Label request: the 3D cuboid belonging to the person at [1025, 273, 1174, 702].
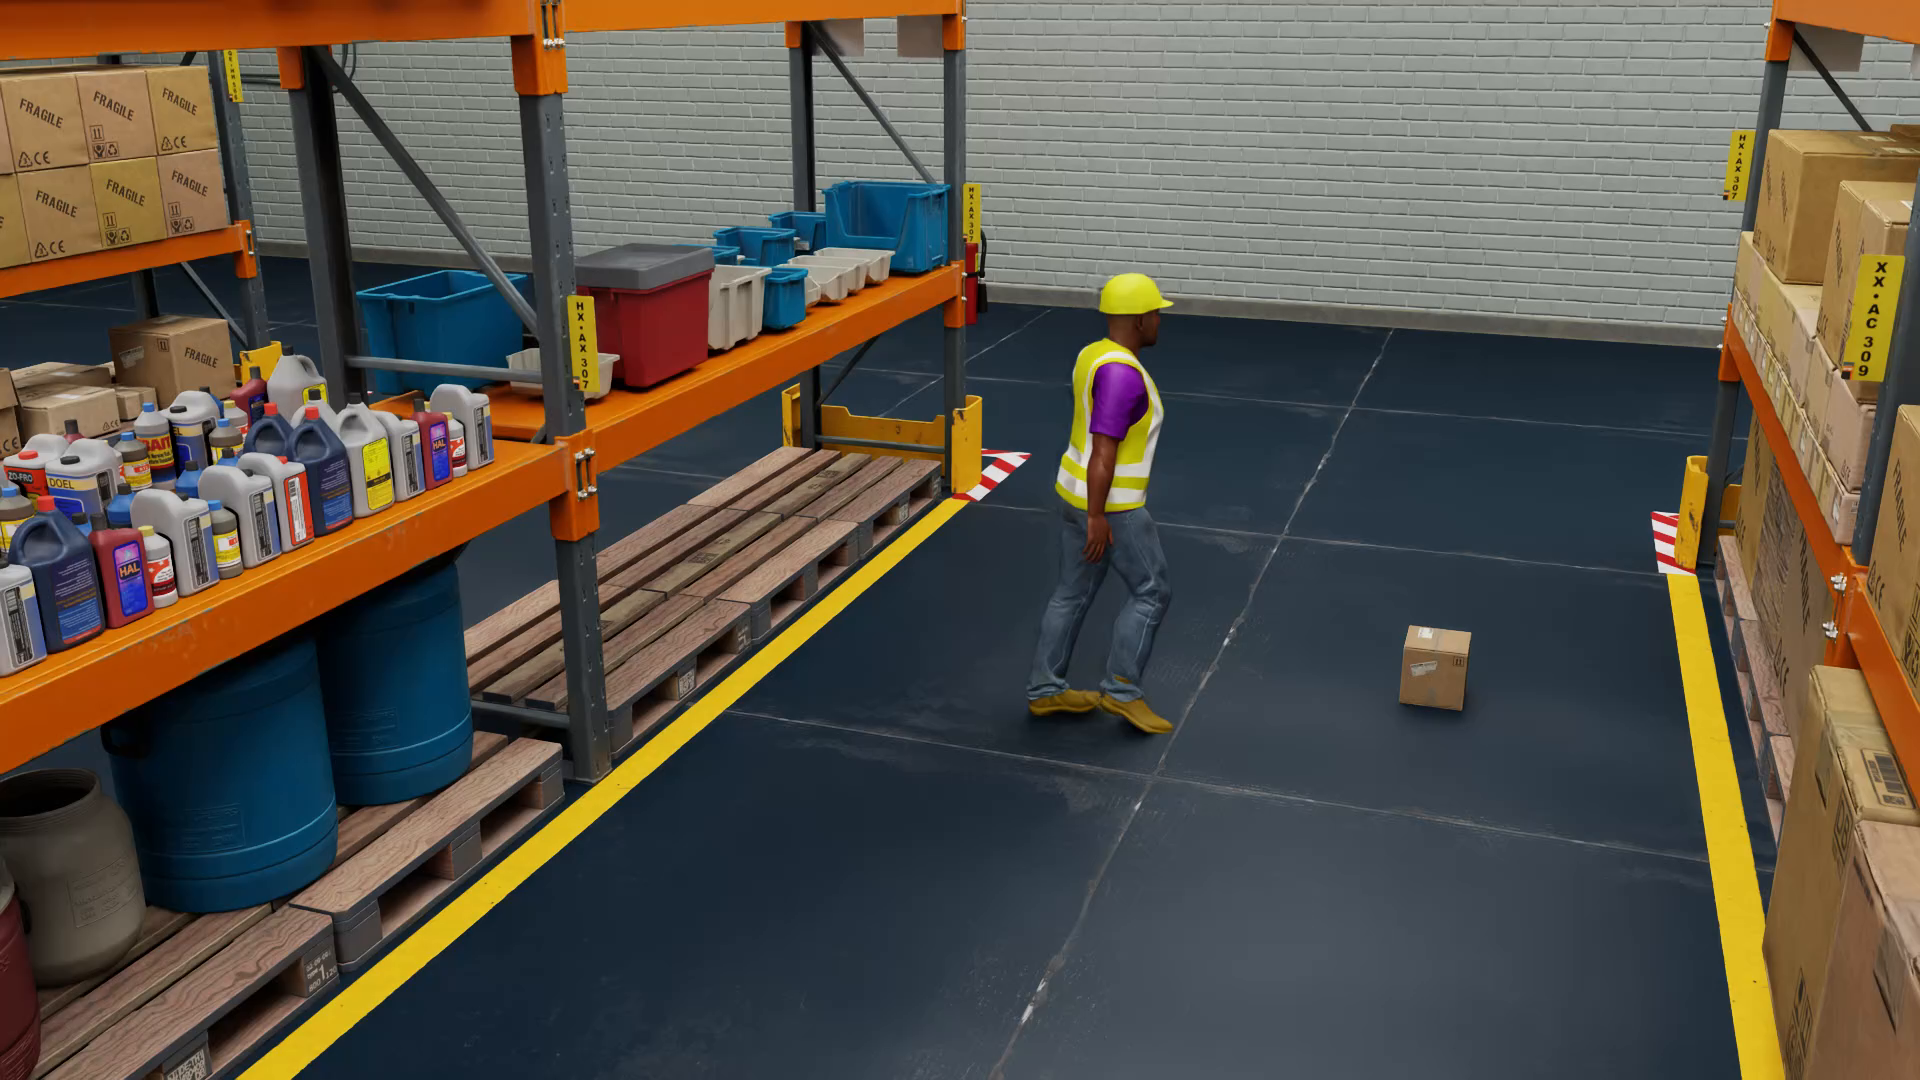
[{"bbox_3d":[0.533,-0.182,6.404,0.566,1.671,0.602,-4,19,-13],"label":"person"}]
